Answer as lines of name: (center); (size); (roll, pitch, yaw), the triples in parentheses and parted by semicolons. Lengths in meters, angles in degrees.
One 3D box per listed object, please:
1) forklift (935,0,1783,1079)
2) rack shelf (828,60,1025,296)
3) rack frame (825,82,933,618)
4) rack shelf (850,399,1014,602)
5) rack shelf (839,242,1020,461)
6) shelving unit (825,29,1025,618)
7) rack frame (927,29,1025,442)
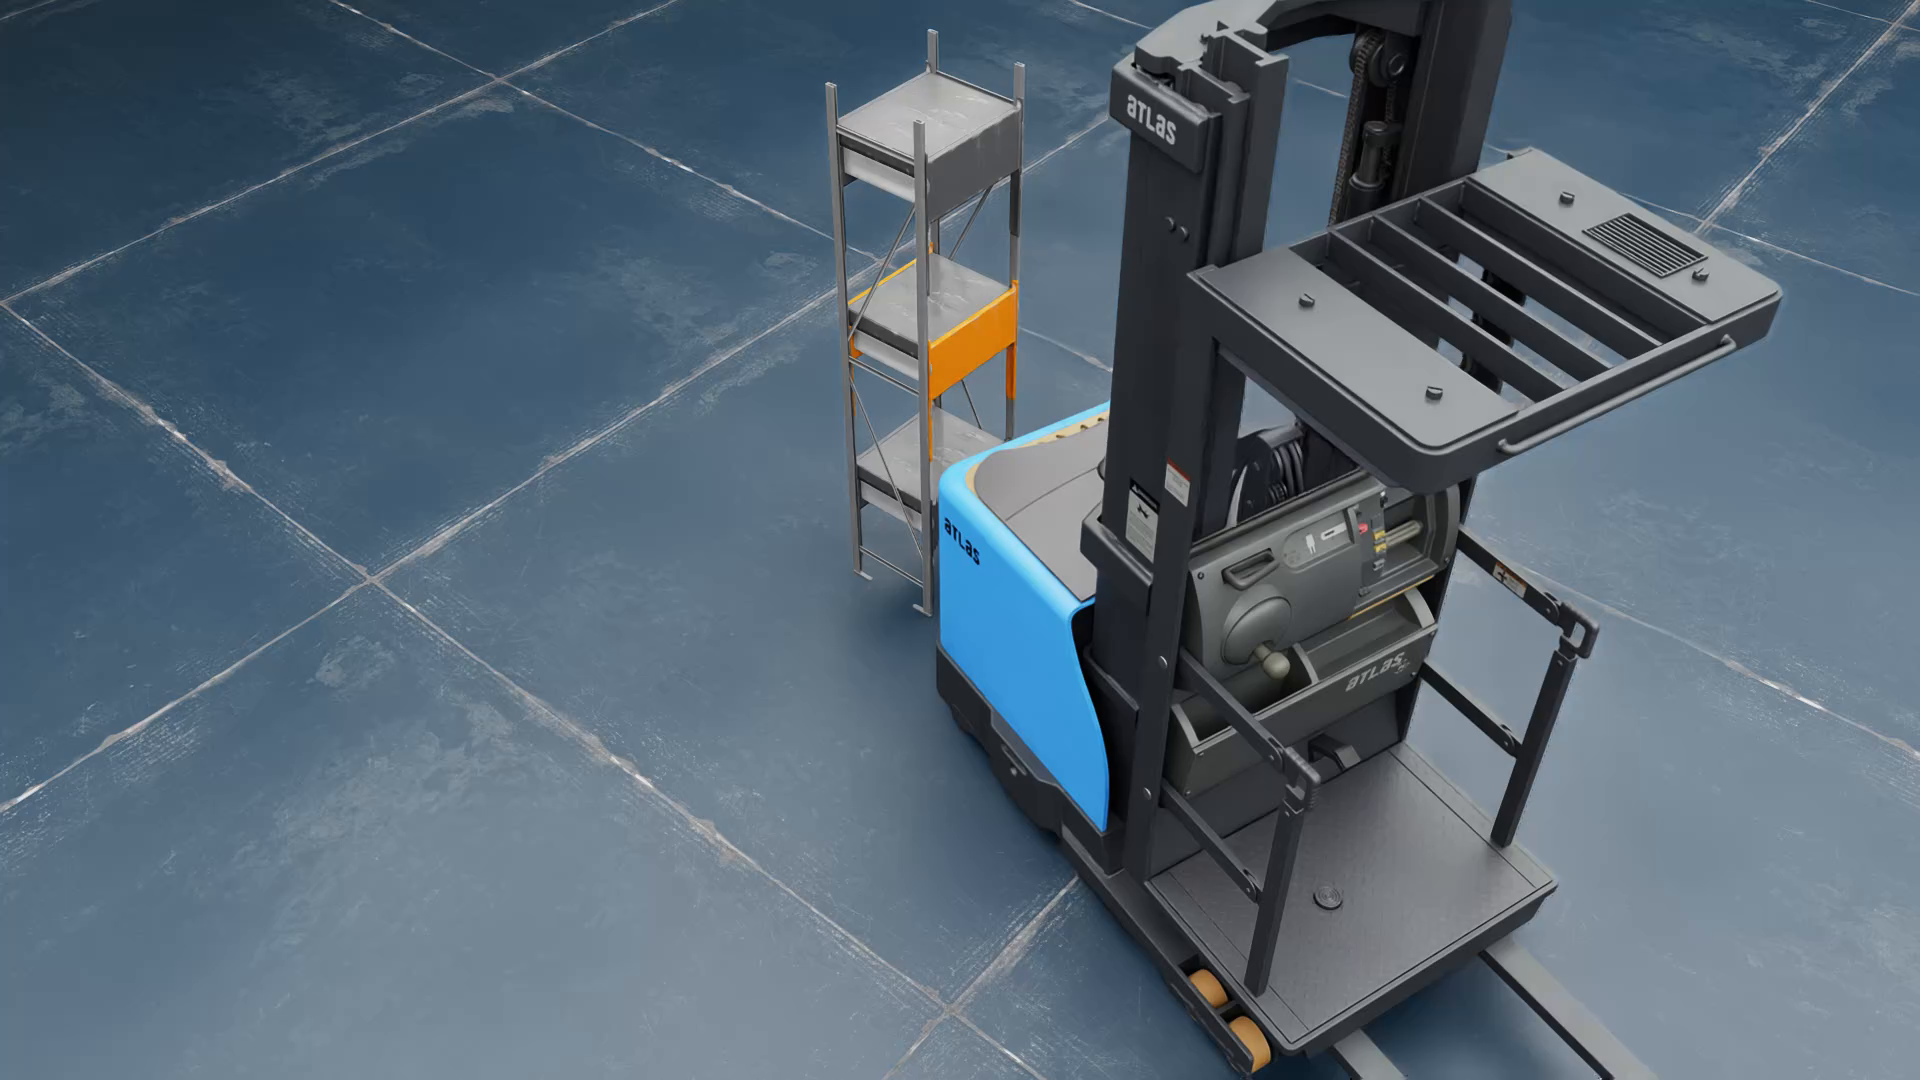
forklift: (1.125, 0.146, 4.411); (1.130, 2.935, 3.031); (-23, 47, -23)
rack shelf: (-0.107, -1.199, 5.488); (0.431, 0.518, 0.480); (29, 50, 28)
rack frame: (-0.264, -0.566, 5.812); (0.400, 2.100, 0.015); (29, 50, 28)
rack shelf: (-0.107, -0.164, 6.430); (0.431, 0.518, 0.480); (29, 50, 28)
rack shelf: (-0.107, -0.682, 5.959); (0.431, 0.518, 0.480); (29, 50, 28)
shelving unit: (-0.107, -0.692, 5.950); (0.431, 2.100, 0.503); (29, 50, 28)
rack frame: (0.050, -0.817, 6.088); (0.400, 2.100, 0.015); (29, 50, 28)
